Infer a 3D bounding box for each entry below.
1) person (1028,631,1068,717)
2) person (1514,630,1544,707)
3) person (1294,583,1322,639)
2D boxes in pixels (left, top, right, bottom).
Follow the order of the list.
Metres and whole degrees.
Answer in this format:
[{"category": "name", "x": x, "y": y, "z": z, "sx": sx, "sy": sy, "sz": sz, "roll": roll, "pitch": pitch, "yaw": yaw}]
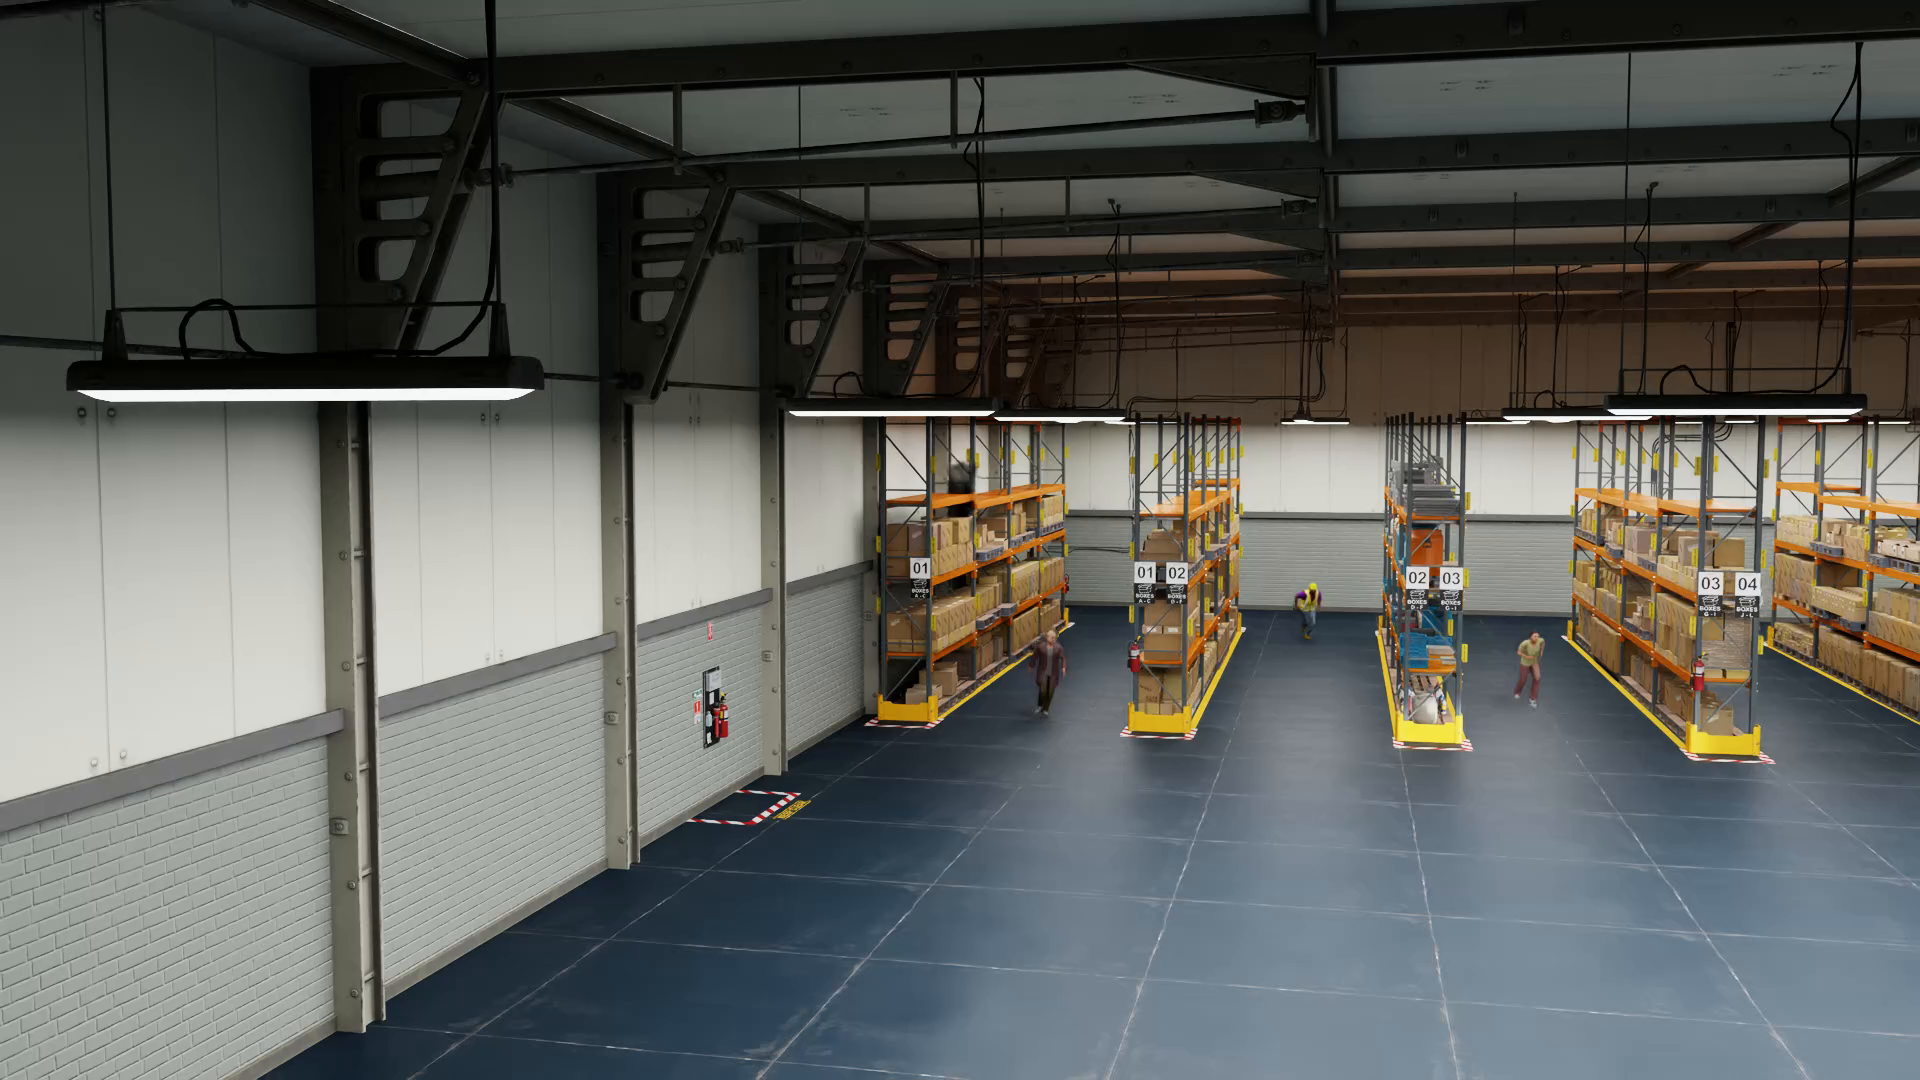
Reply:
[{"category": "person", "x": 1.748, "y": 2.637, "z": 32.671, "sx": 0.707, "sy": 1.720, "sz": 0.832, "roll": -1, "pitch": 4, "yaw": -8}, {"category": "person", "x": 11.761, "y": 2.632, "z": 34.460, "sx": 0.627, "sy": 1.606, "sz": 0.939, "roll": -1, "pitch": 4, "yaw": -8}, {"category": "person", "x": 9.390, "y": 1.915, "z": 44.876, "sx": 0.726, "sy": 1.562, "sz": 0.897, "roll": -1, "pitch": 4, "yaw": -9}]
